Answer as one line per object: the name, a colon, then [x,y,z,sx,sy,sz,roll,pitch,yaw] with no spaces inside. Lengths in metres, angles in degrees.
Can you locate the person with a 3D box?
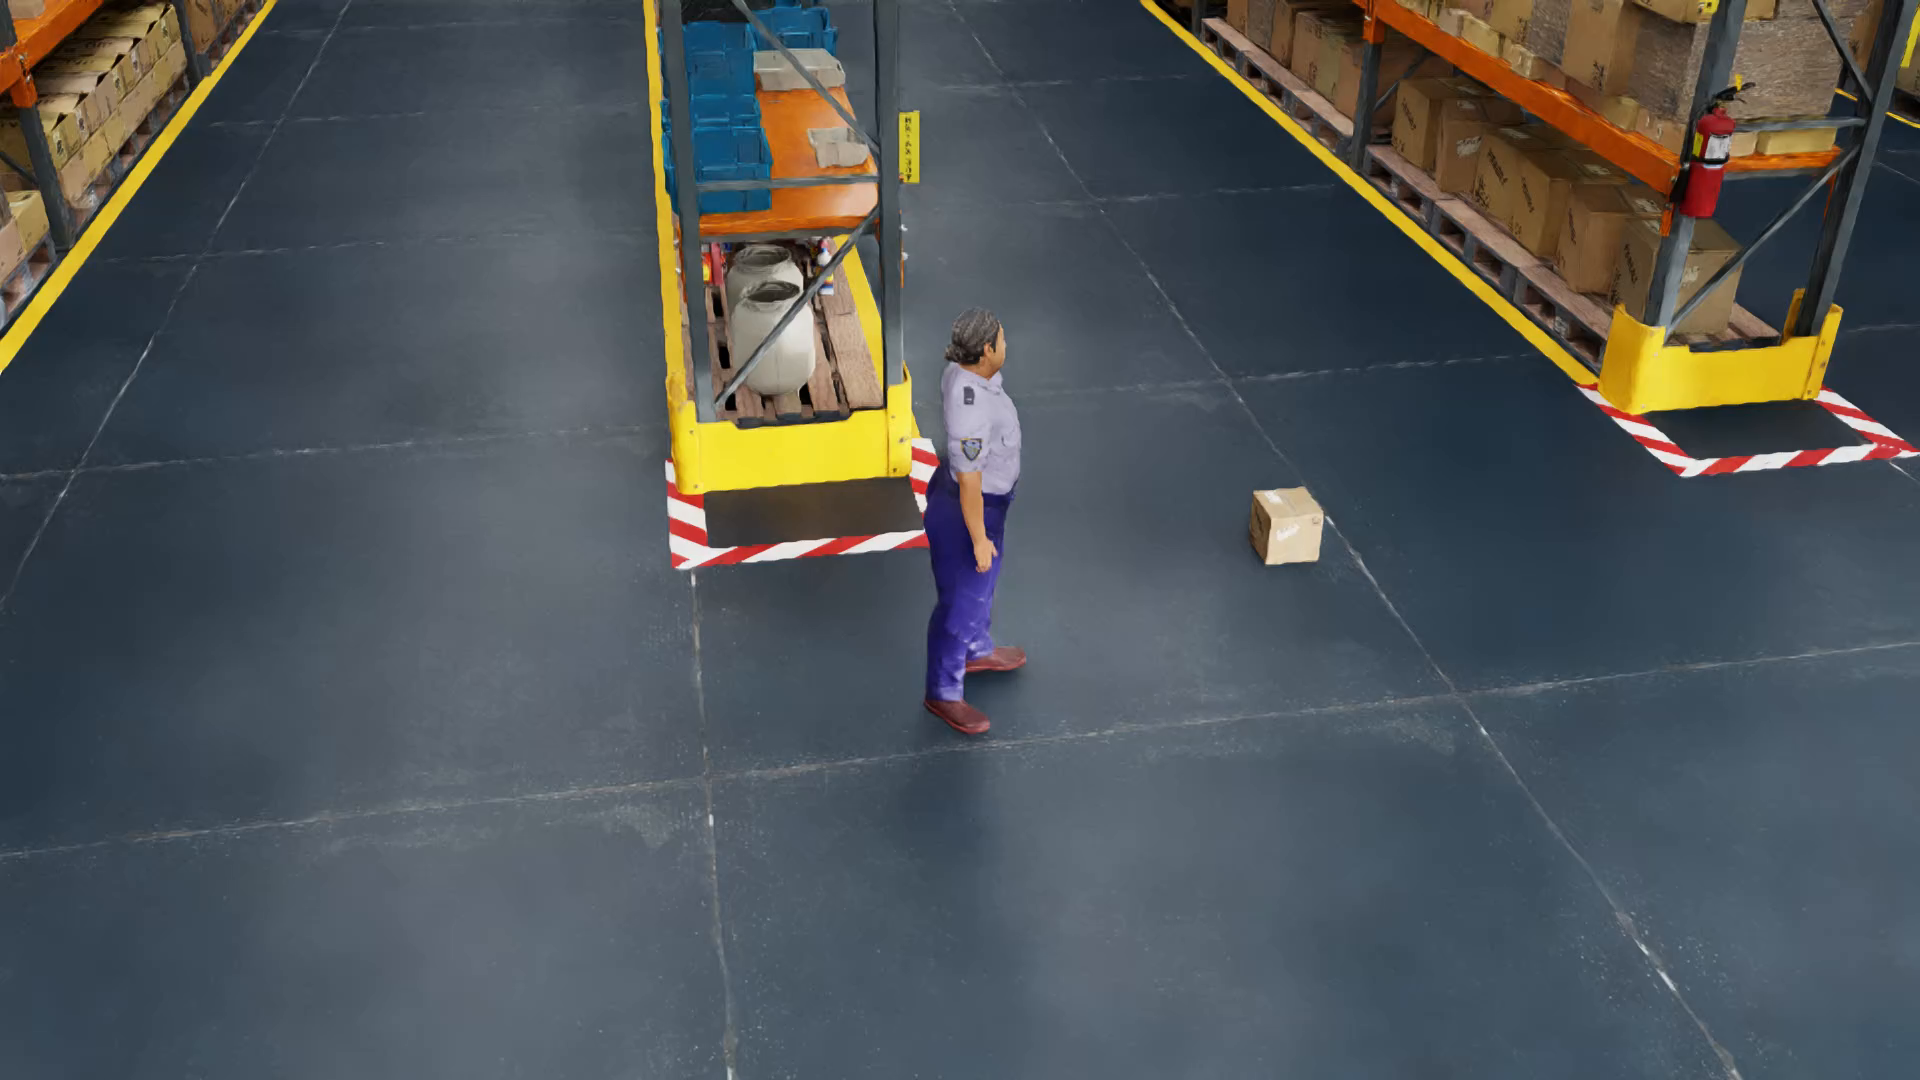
person: [0.064,-0.098,6.265,0.404,1.653,0.566,1,31,2]
